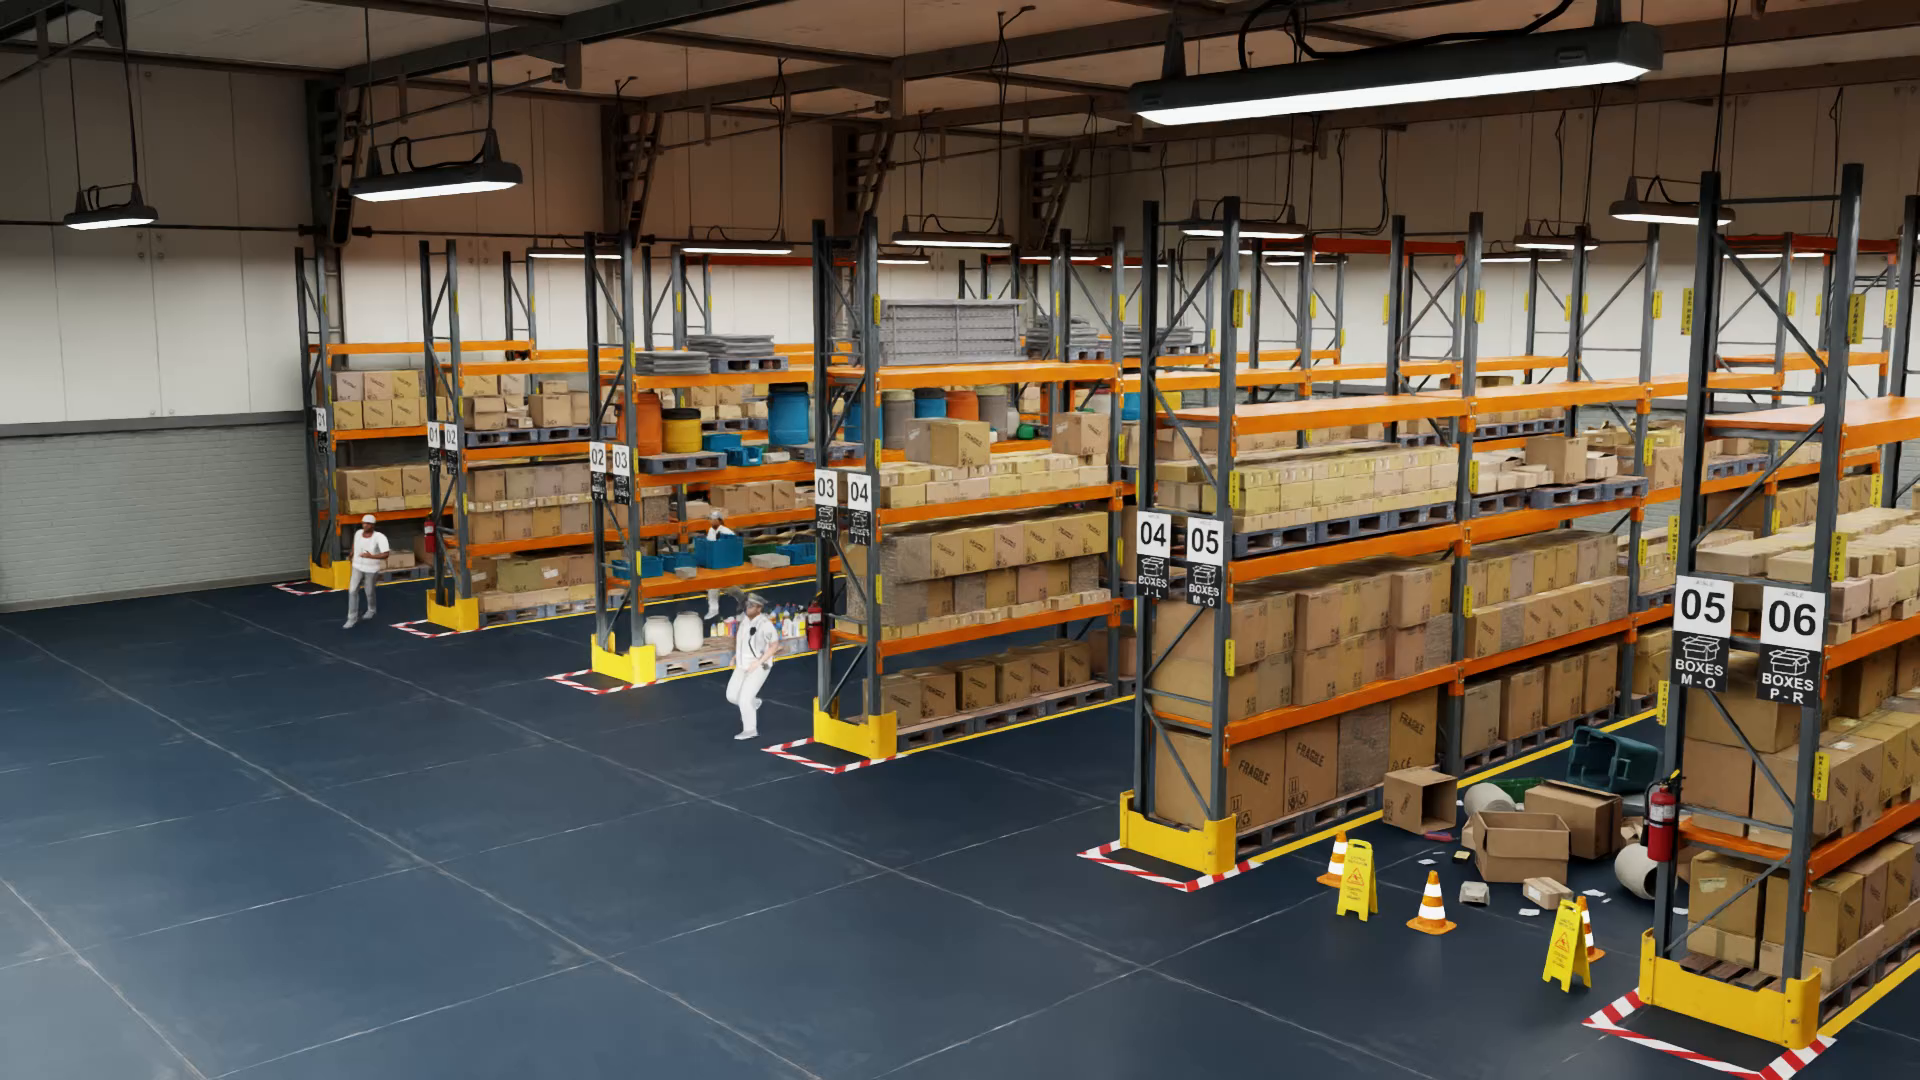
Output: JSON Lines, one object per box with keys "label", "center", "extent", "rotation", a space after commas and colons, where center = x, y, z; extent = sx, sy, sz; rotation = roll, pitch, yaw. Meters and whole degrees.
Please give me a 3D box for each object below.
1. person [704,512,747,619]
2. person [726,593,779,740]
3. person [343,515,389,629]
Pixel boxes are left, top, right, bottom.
{"label": "person", "center": [-3.746, 0.369, 26.218], "extent": [0.630, 1.662, 0.881], "rotation": [7, 11, 40]}
{"label": "person", "center": [-2.426, 1.467, 19.573], "extent": [0.739, 1.735, 0.637], "rotation": [7, 11, 40]}
{"label": "person", "center": [-9.286, 0.475, 26.205], "extent": [0.704, 1.796, 0.800], "rotation": [1, 8, 5]}
